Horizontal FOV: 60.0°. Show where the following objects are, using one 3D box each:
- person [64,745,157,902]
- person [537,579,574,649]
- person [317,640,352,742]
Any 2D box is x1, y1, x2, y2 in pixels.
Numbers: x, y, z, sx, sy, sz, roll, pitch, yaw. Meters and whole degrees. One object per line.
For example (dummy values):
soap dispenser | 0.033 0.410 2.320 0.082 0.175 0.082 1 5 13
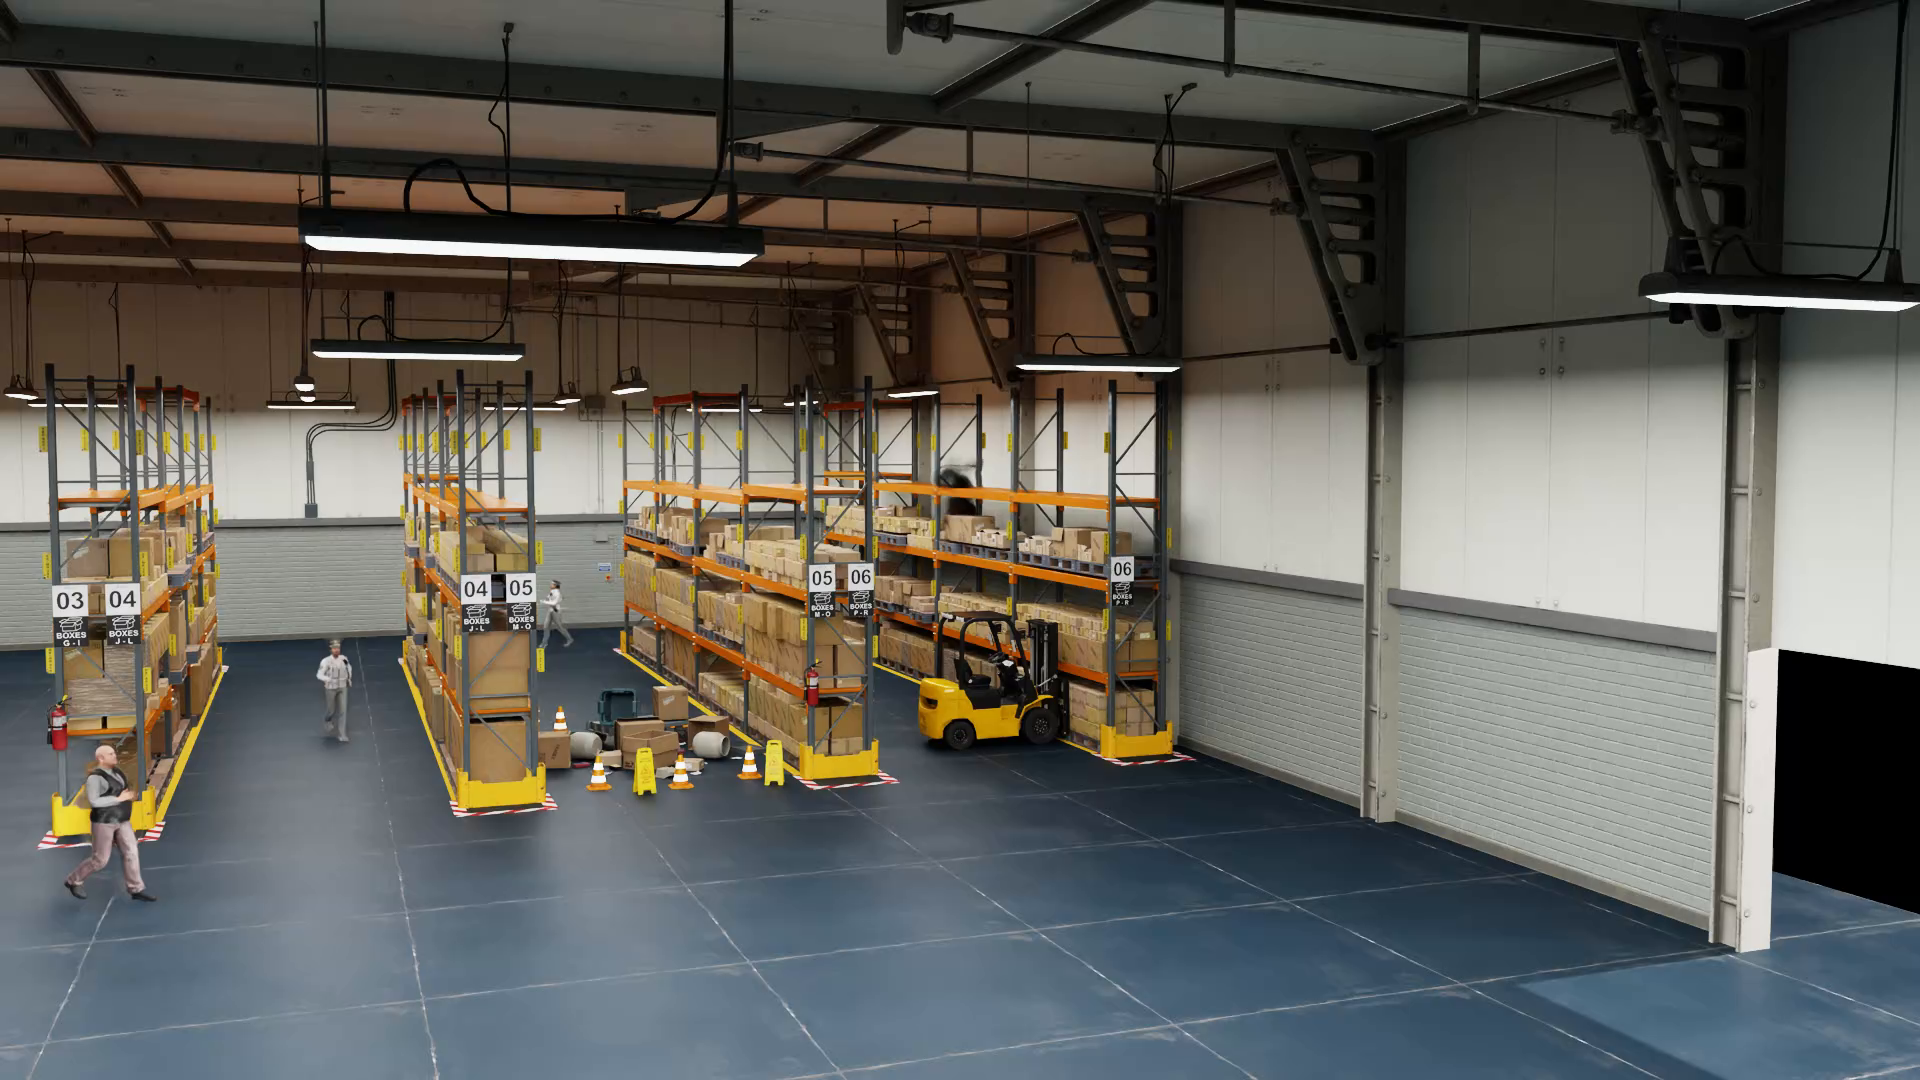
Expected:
person | -9.193 3.068 17.988 0.971 1.706 0.657 0 3 8
person | -9.821 1.786 40.272 0.858 1.719 0.596 -2 4 -31
person | -10.516 2.517 28.039 0.618 1.693 0.896 -2 4 -37
